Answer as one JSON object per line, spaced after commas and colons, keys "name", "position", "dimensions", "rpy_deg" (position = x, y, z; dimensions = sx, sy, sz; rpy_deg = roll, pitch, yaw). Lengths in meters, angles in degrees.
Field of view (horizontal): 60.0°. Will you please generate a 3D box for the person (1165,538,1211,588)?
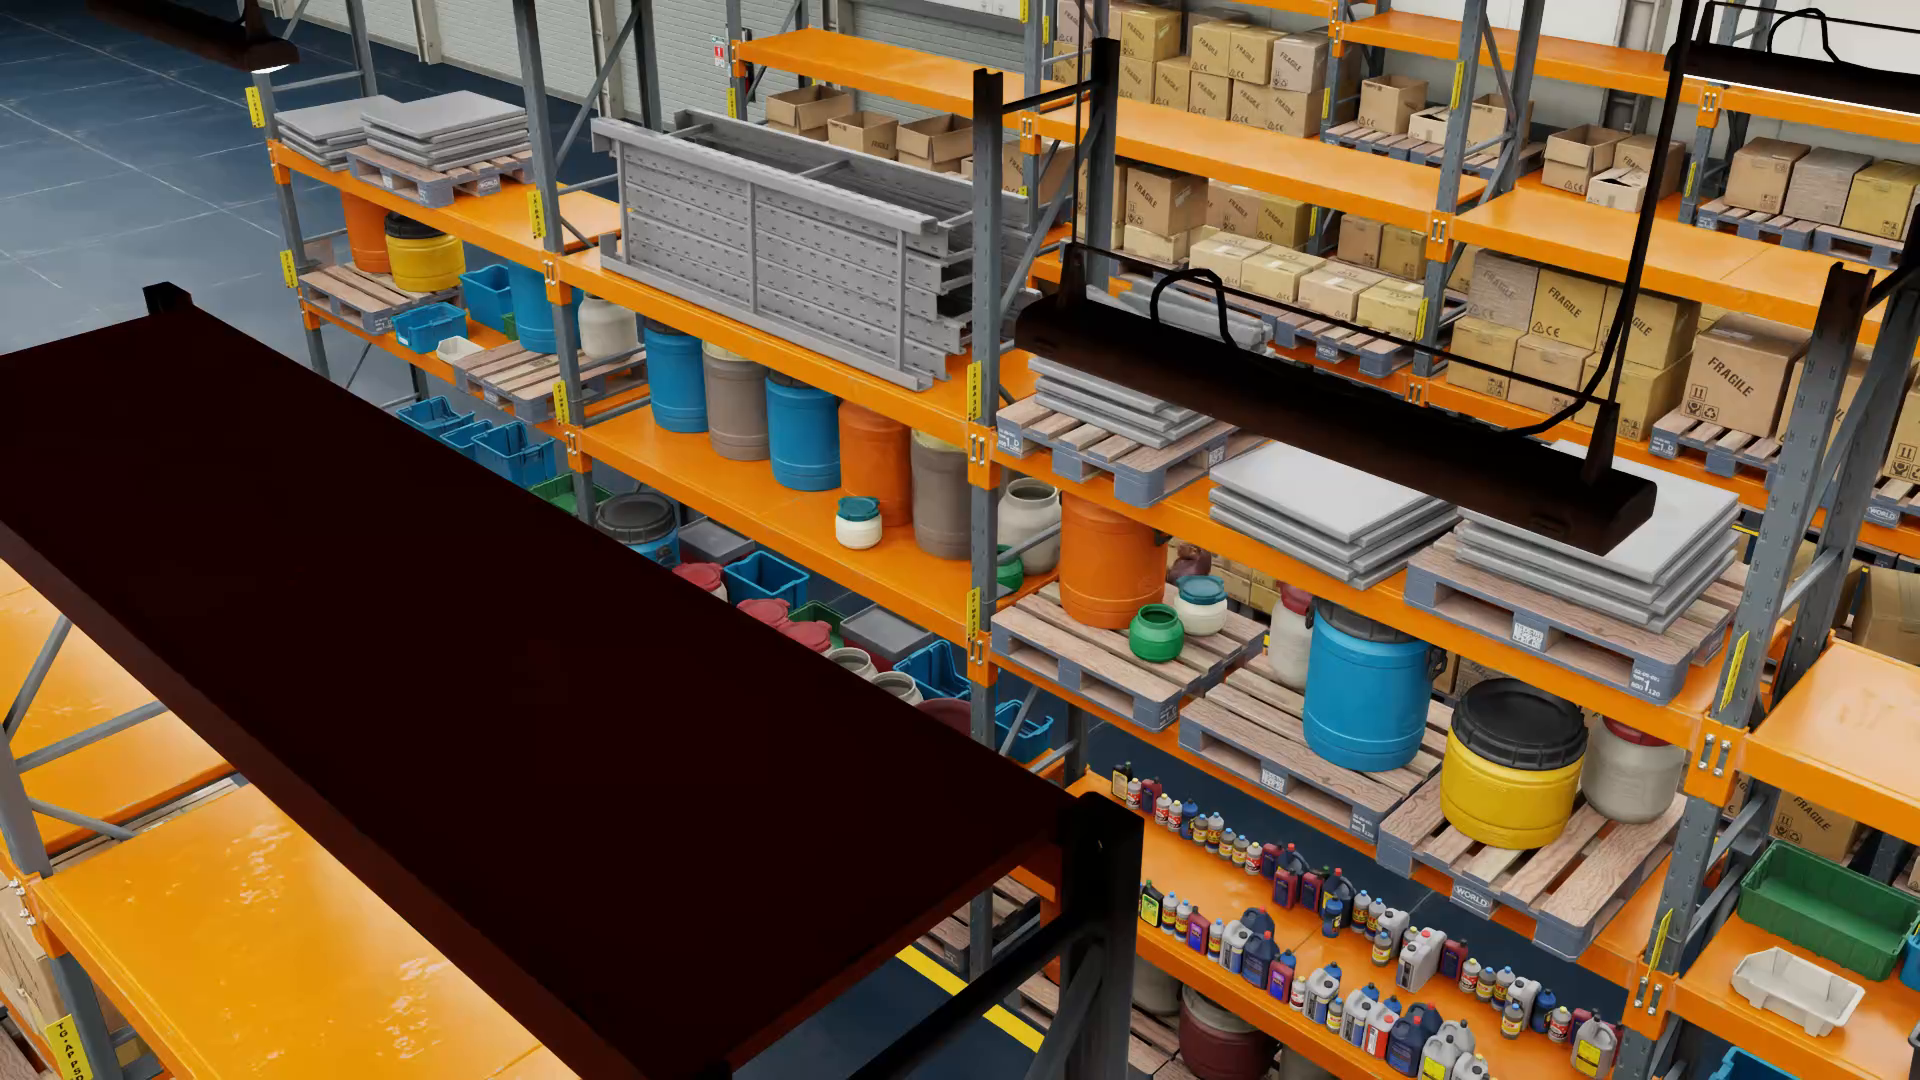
{"name": "person", "position": [1.610, 0.662, 13.286], "dimensions": [0.733, 1.803, 0.606], "rpy_deg": [11, 31, 18]}
